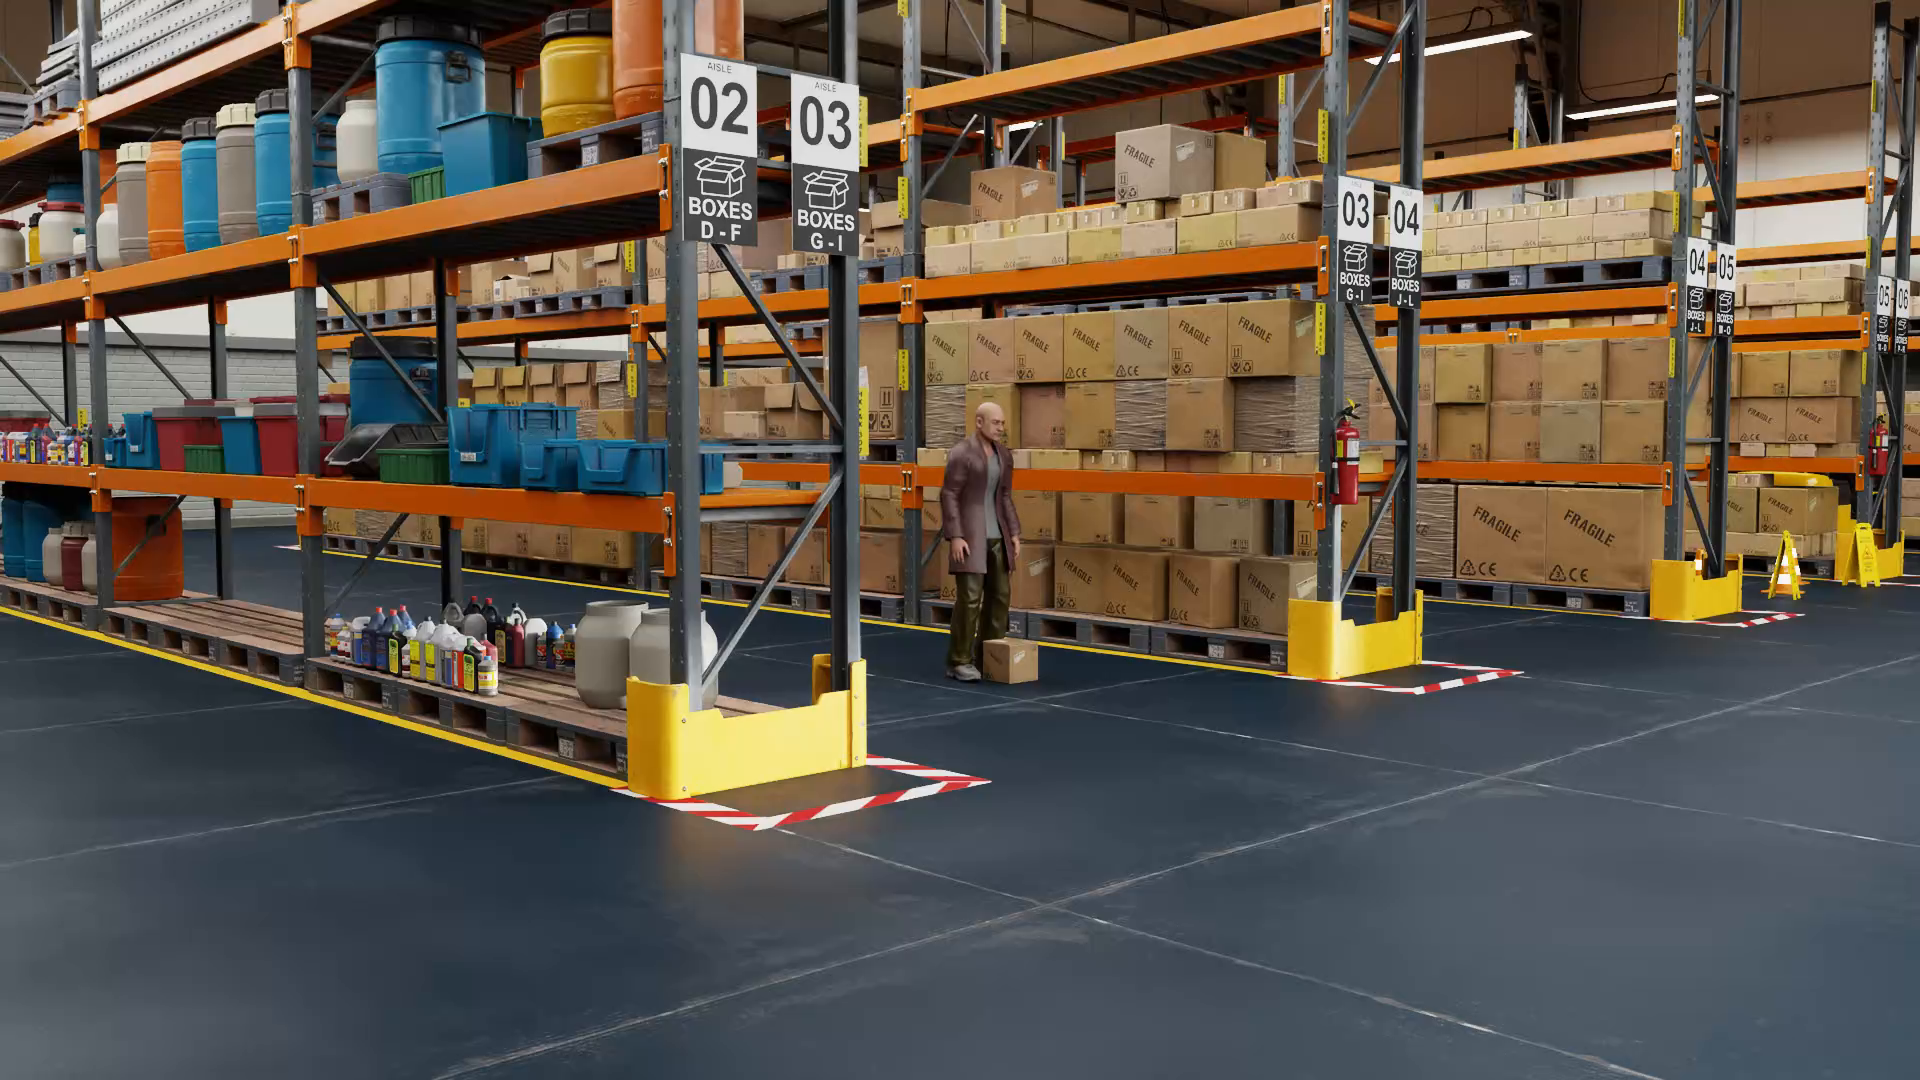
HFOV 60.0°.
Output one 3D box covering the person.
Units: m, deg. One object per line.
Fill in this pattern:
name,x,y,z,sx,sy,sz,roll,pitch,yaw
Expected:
person,0.145,-0.001,10.749,0.644,1.774,0.424,-4,5,-43
